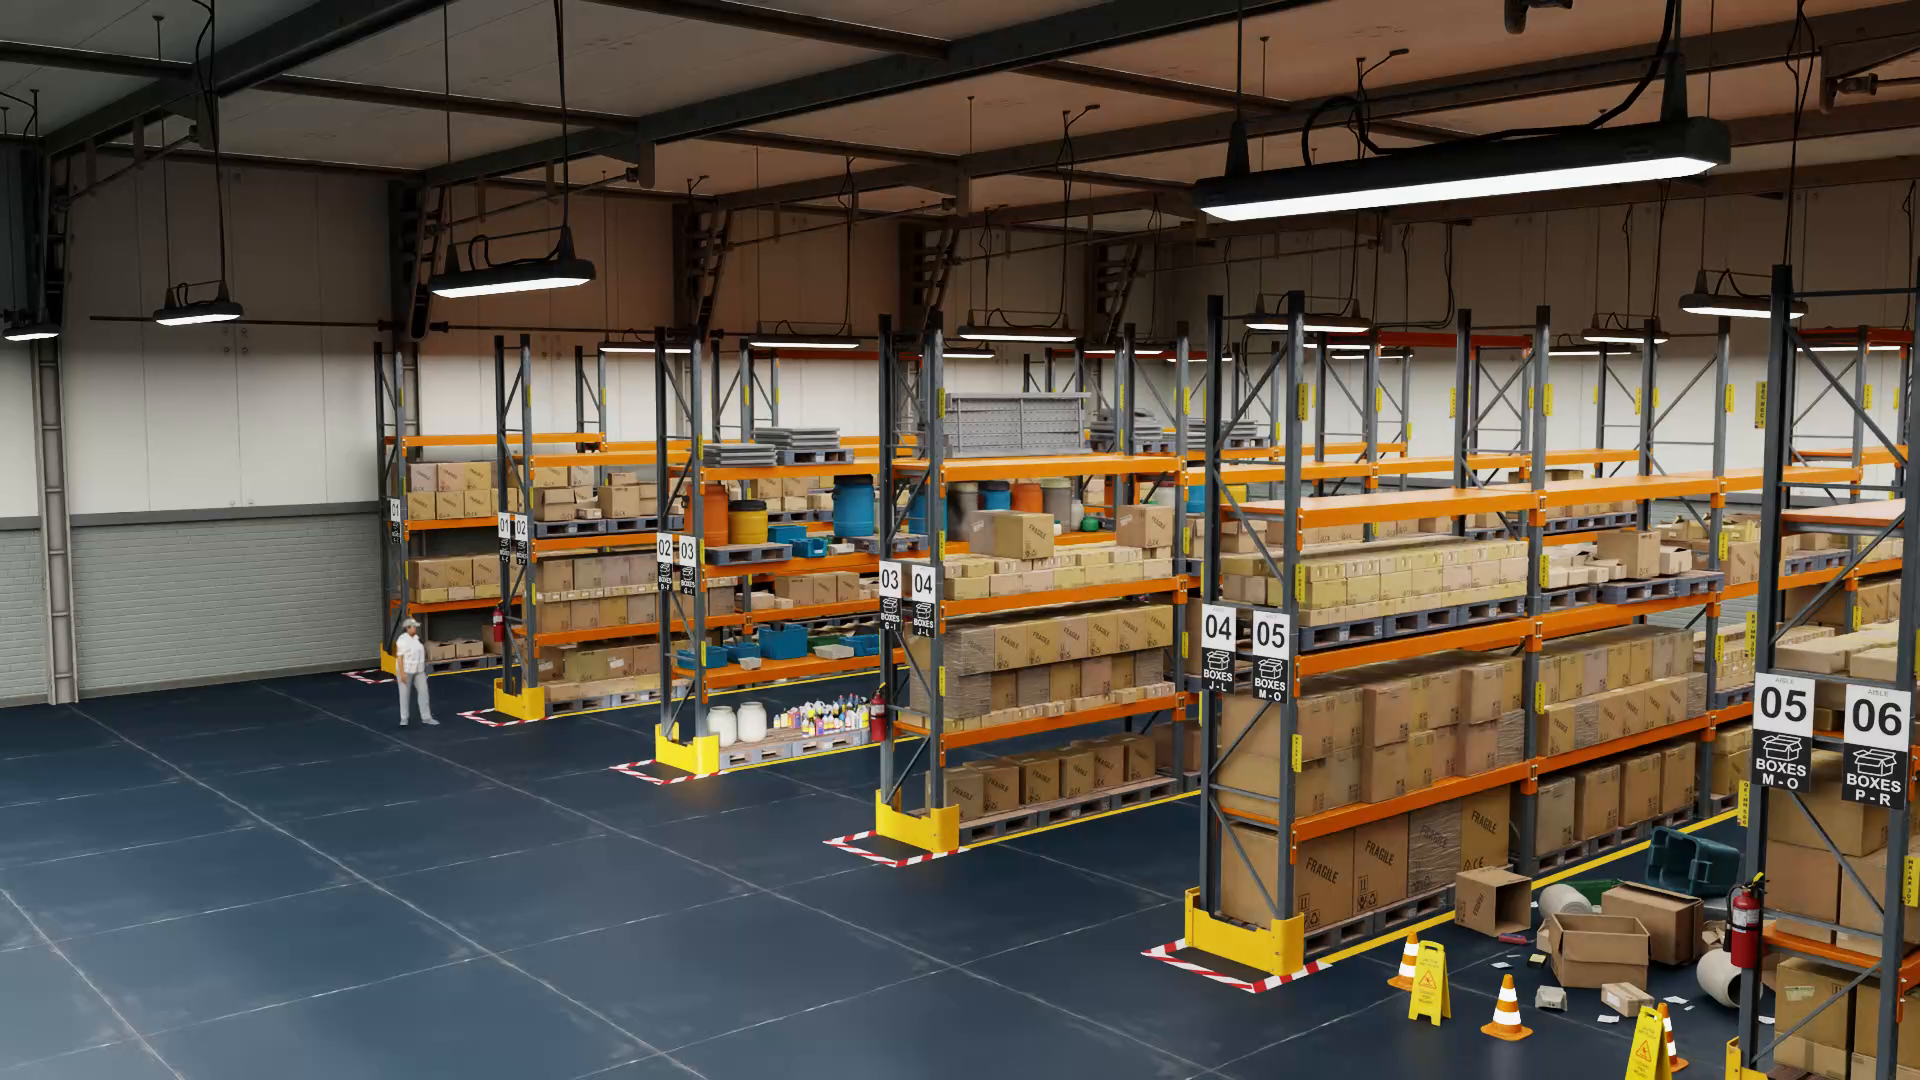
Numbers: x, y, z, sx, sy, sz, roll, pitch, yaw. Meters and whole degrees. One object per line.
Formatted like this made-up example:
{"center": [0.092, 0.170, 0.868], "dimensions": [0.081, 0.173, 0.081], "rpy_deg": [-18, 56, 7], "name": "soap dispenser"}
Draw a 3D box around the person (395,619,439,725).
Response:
{"center": [-8.387, 2.025, 25.493], "dimensions": [0.594, 1.652, 0.540], "rpy_deg": [4, 7, 37], "name": "person"}
